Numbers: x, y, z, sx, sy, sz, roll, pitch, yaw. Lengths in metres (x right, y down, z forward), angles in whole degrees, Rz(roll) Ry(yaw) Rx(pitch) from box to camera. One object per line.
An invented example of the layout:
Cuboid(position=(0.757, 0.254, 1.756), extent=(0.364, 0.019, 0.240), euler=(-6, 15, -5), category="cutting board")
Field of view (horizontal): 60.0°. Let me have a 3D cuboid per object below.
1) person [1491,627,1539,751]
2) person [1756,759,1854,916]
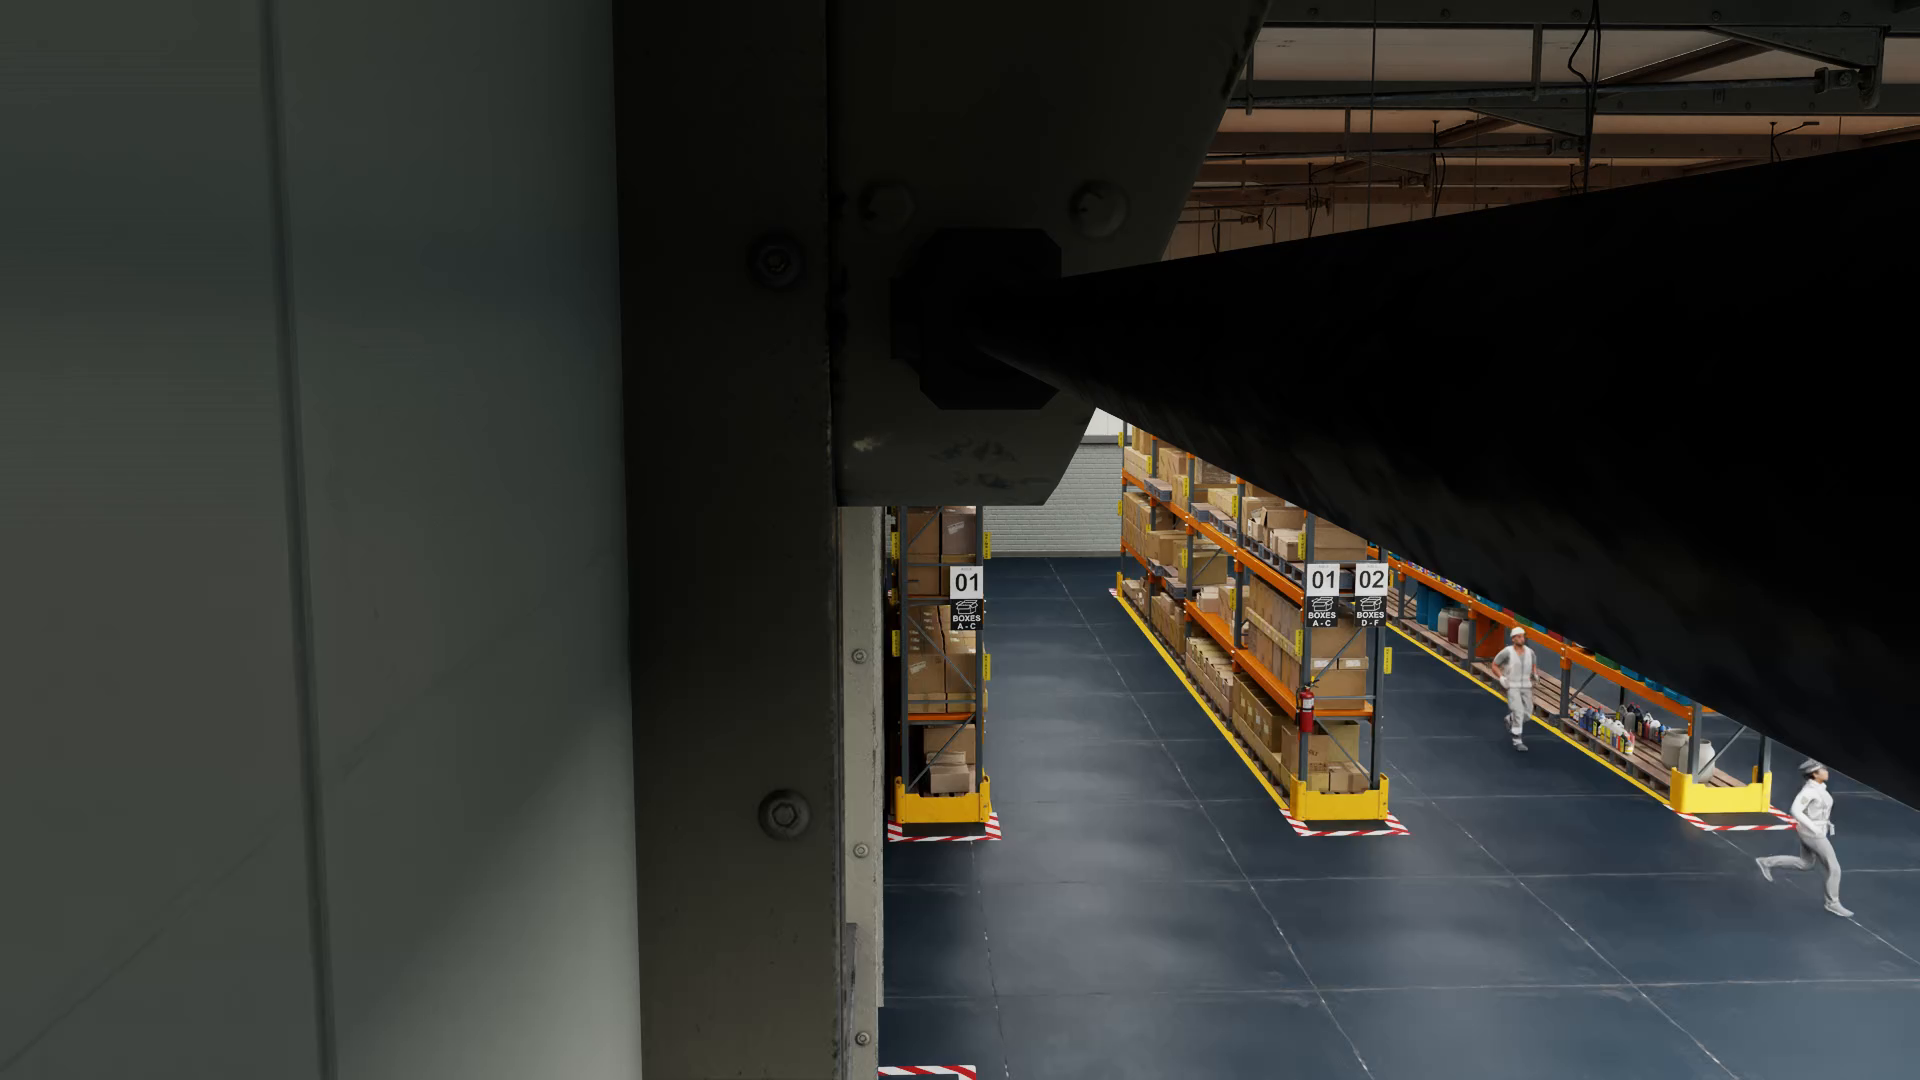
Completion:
Cuboid(position=(7.989, 2.118, 23.911), extent=(0.663, 1.748, 0.780), euler=(-1, 8, -10), category="person")
Cuboid(position=(8.930, 3.090, 17.509), extent=(0.963, 1.674, 0.599), euler=(4, 9, 26), category="person")
